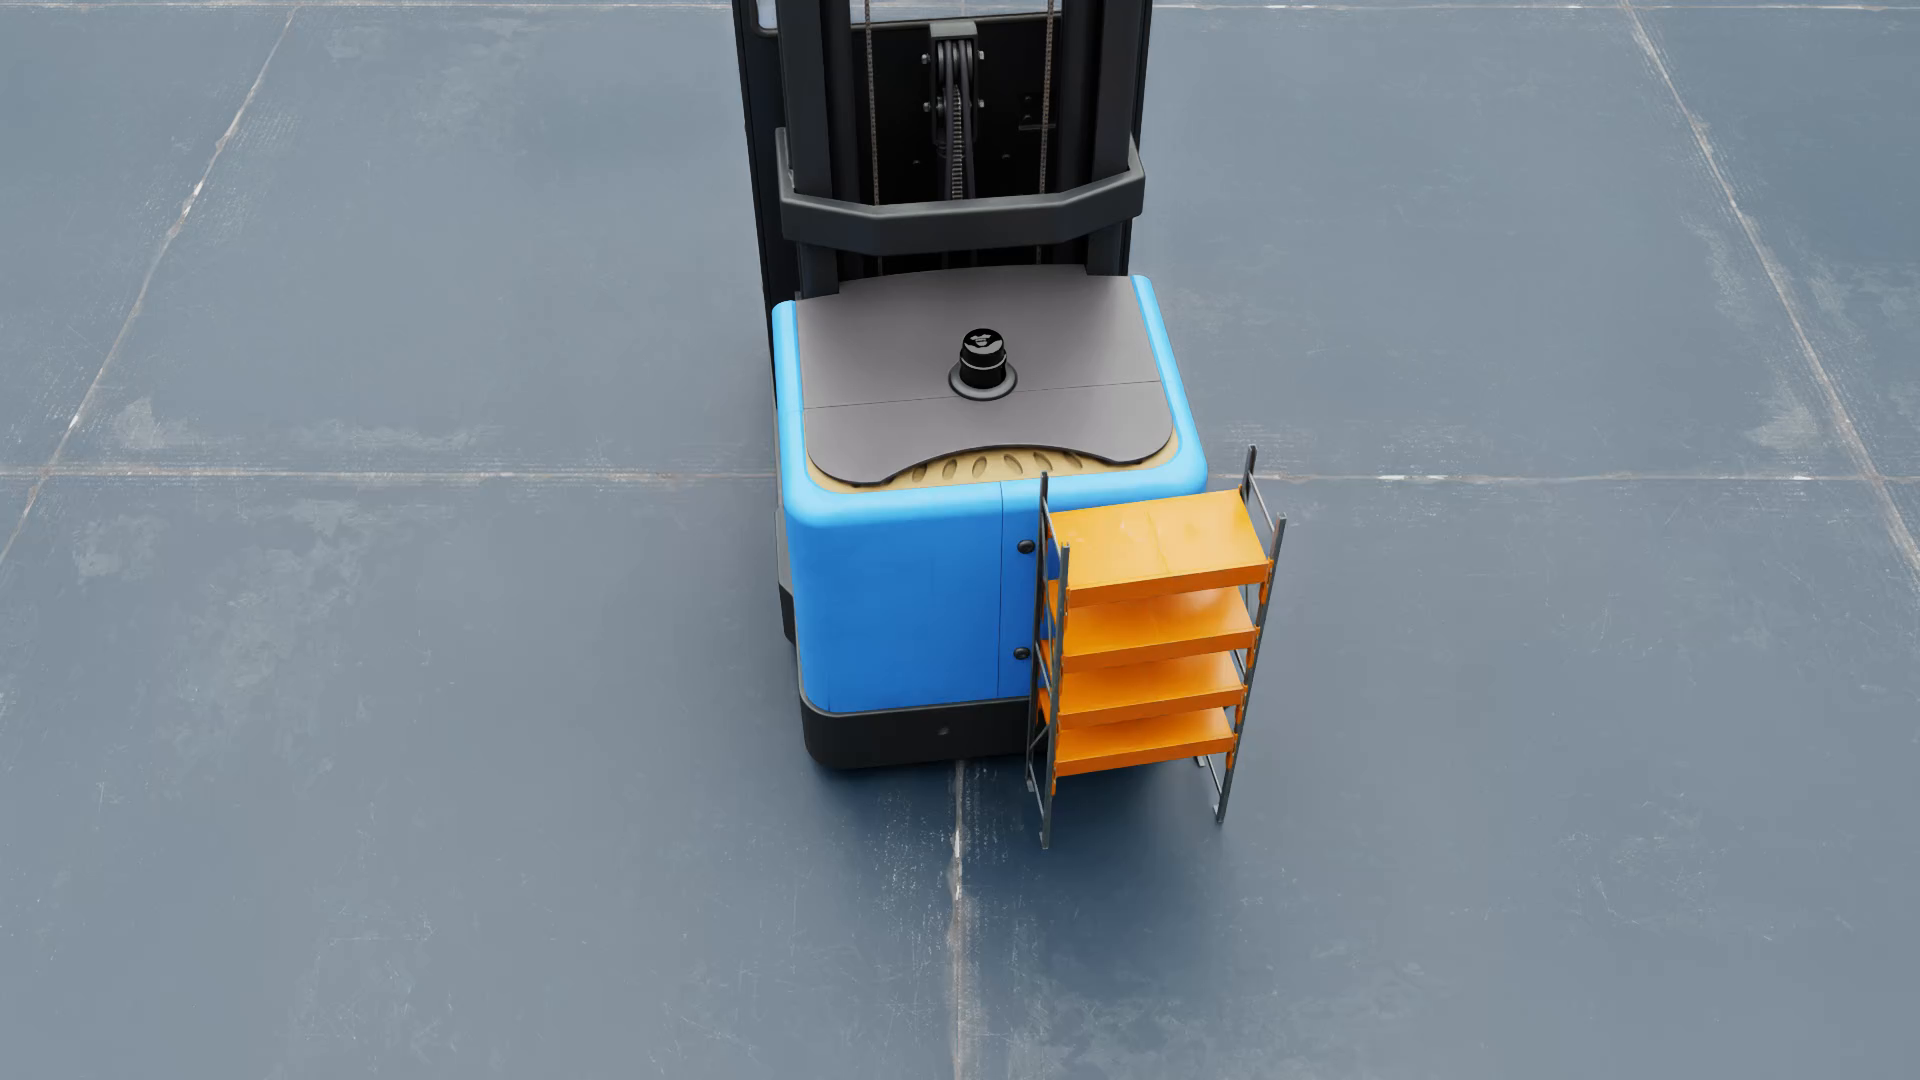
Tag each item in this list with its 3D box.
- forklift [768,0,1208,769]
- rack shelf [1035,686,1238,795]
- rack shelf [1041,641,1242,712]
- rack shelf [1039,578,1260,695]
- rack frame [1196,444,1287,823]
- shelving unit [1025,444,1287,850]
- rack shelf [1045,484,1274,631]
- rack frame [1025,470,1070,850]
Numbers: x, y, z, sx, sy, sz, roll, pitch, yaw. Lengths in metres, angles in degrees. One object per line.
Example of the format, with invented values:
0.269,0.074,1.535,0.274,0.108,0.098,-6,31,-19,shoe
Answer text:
-0.010,-1.037,4.257,1.129,2.867,1.939,-5,47,-5,forklift
0.450,0.488,4.339,0.480,0.148,0.258,-7,48,-7,rack shelf
0.450,0.326,4.165,0.457,0.050,0.221,-7,48,-7,rack shelf
0.450,0.200,4.030,0.480,0.148,0.258,-7,48,-7,rack shelf
0.691,0.275,4.174,0.015,1.200,0.240,-7,48,-7,rack frame
0.450,0.307,4.145,0.503,1.200,0.258,-7,48,-7,shelving unit
0.450,0.039,3.857,0.480,0.148,0.258,-7,48,-7,rack shelf
0.210,0.338,4.116,0.015,1.200,0.240,-7,48,-7,rack frame
